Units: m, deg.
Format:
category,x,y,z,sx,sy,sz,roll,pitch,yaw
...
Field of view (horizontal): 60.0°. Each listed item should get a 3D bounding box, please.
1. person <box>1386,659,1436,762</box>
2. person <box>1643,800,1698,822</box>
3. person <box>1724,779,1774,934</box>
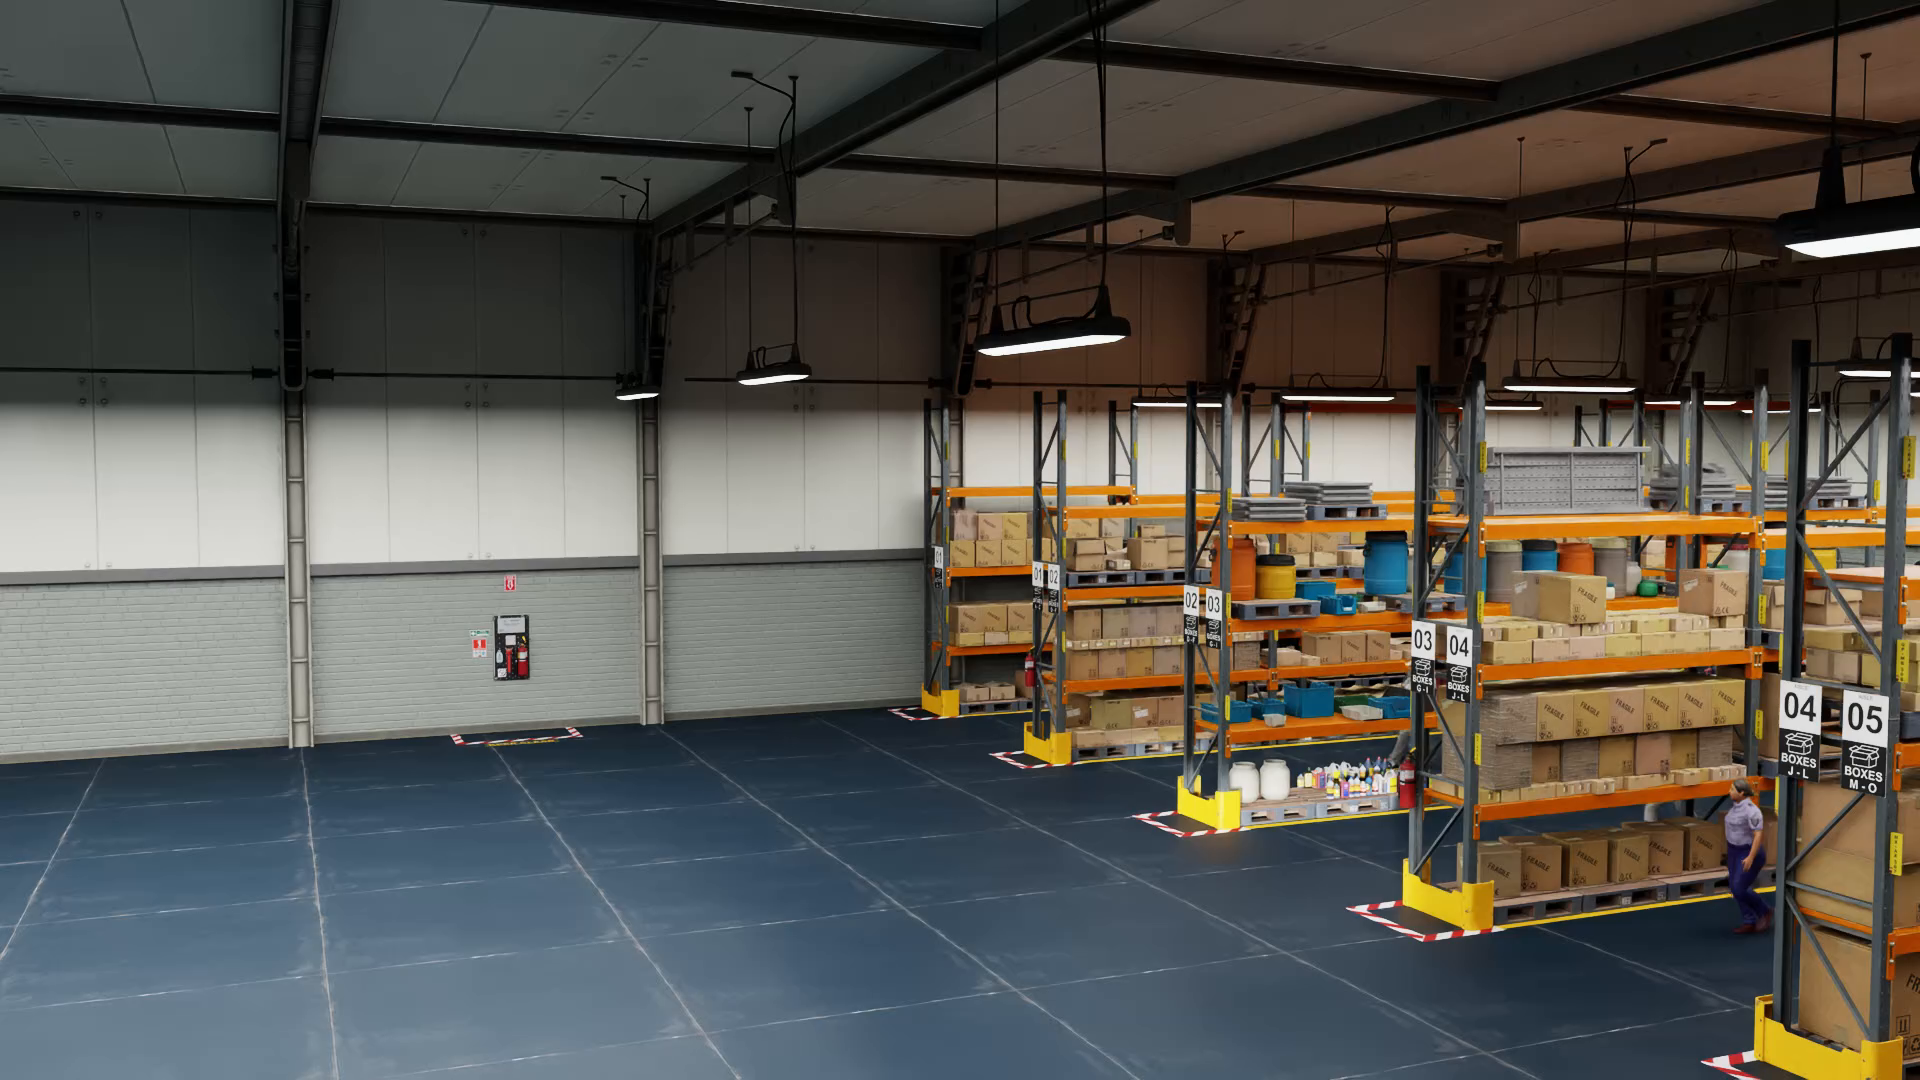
category,x,y,z,sx,sy,sz,roll,pitch,yaw
person,7.137,2.716,26.524,1.005,1.711,0.597,0,3,-6
person,9.026,3.090,21.144,1.030,1.603,0.460,-1,4,-21
person,8.296,3.325,17.492,0.497,1.640,0.523,0,3,-8
